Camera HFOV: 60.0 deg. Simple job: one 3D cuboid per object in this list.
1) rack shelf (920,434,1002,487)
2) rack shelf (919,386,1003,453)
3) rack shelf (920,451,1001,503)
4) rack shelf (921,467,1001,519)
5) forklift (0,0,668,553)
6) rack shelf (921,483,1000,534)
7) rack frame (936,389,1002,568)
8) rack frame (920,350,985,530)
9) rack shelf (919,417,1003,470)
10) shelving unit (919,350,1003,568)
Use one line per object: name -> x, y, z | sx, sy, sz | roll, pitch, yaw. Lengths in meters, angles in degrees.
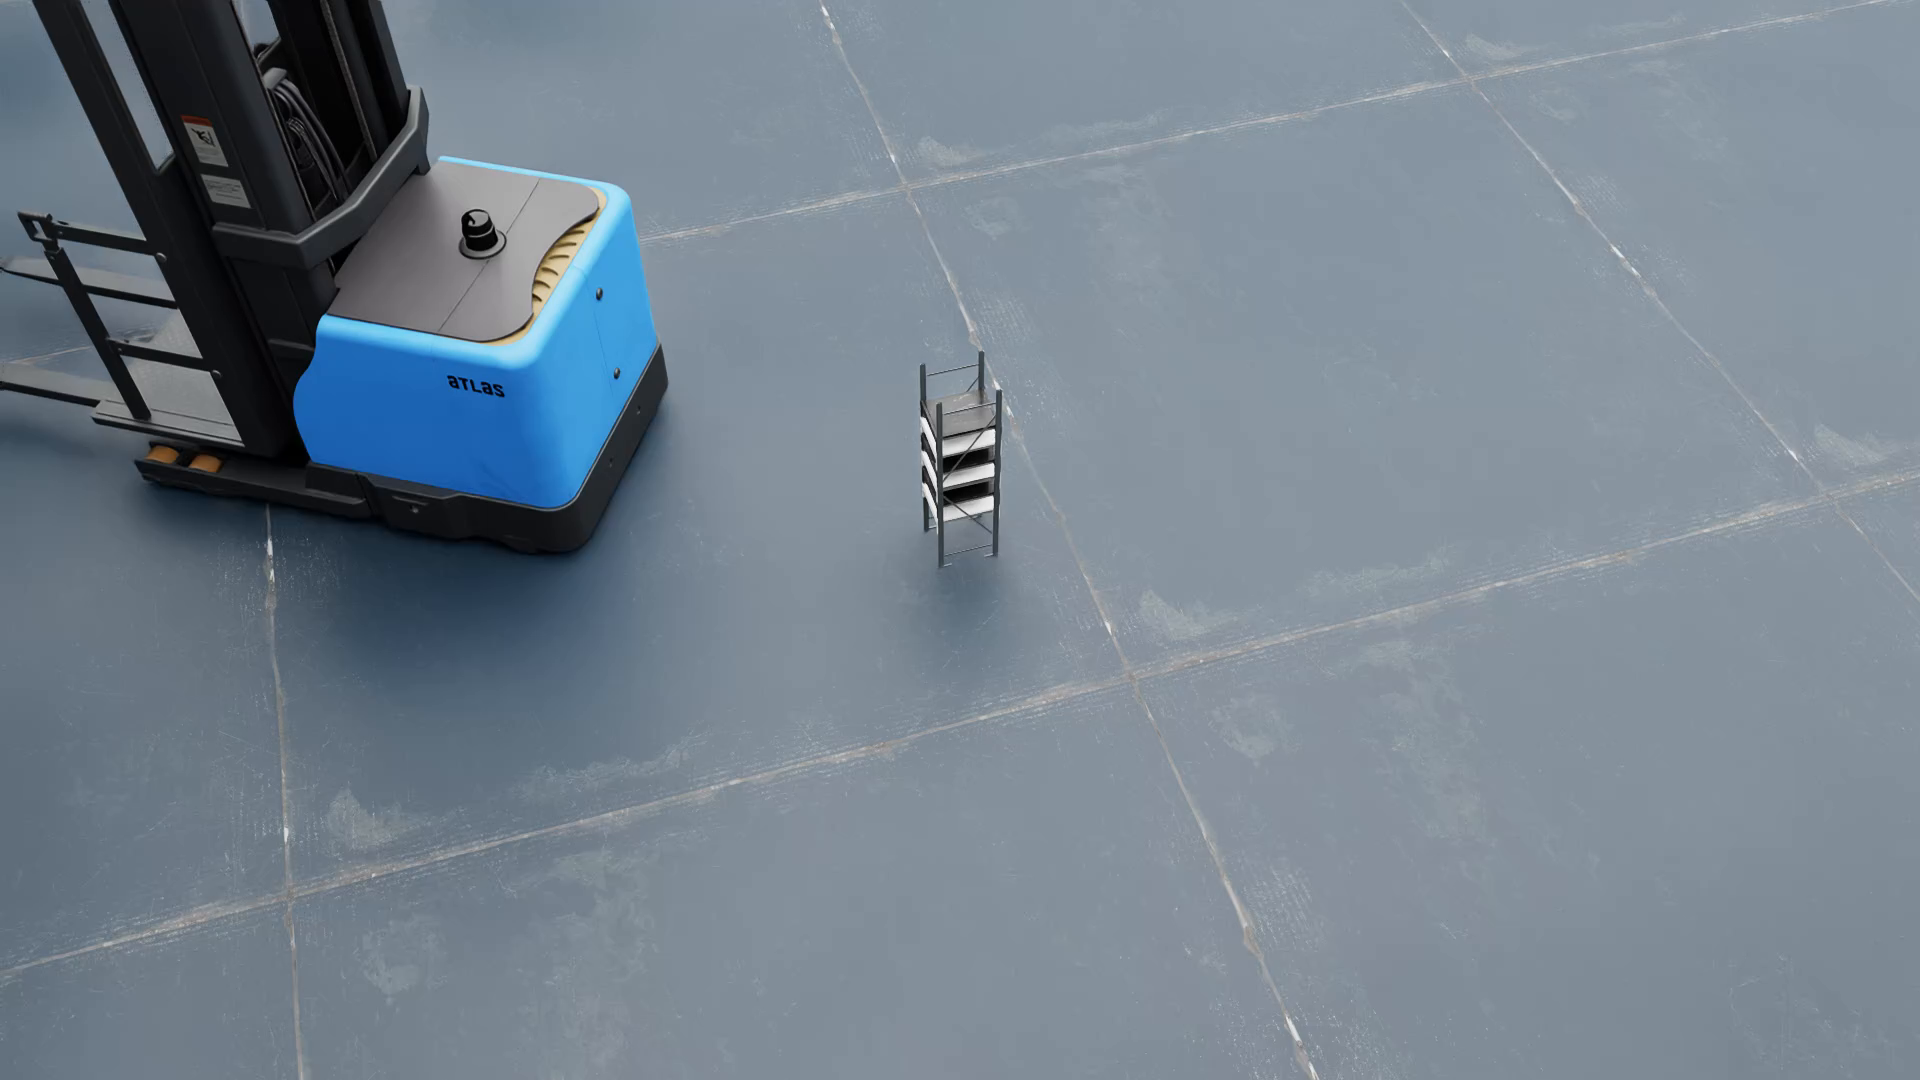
rack shelf -> 0.002, -0.321, 6.147 | 0.258, 0.077, 0.200 | -13, 51, -11
rack shelf -> 0.002, -0.437, 6.010 | 0.258, 0.077, 0.200 | -13, 51, -11
rack shelf -> 0.002, -0.263, 6.216 | 0.258, 0.077, 0.200 | -13, 51, -11
rack shelf -> 0.002, -0.205, 6.285 | 0.258, 0.077, 0.200 | -13, 51, -11
forklift -> -2.802, -1.508, 5.894 | 3.031, 2.935, 1.130 | 11, 51, 9
rack shelf -> 0.002, -0.147, 6.354 | 0.258, 0.077, 0.200 | -13, 51, -11
rack frame -> 0.032, -0.210, 6.128 | 0.240, 0.900, 0.006 | -13, 51, -11
rack frame -> -0.028, -0.358, 6.253 | 0.240, 0.900, 0.006 | -13, 51, -11
rack shelf -> 0.002, -0.379, 6.078 | 0.258, 0.077, 0.200 | -13, 51, -11
shelving unit -> 0.002, -0.284, 6.191 | 0.258, 0.900, 0.210 | -13, 51, -11
